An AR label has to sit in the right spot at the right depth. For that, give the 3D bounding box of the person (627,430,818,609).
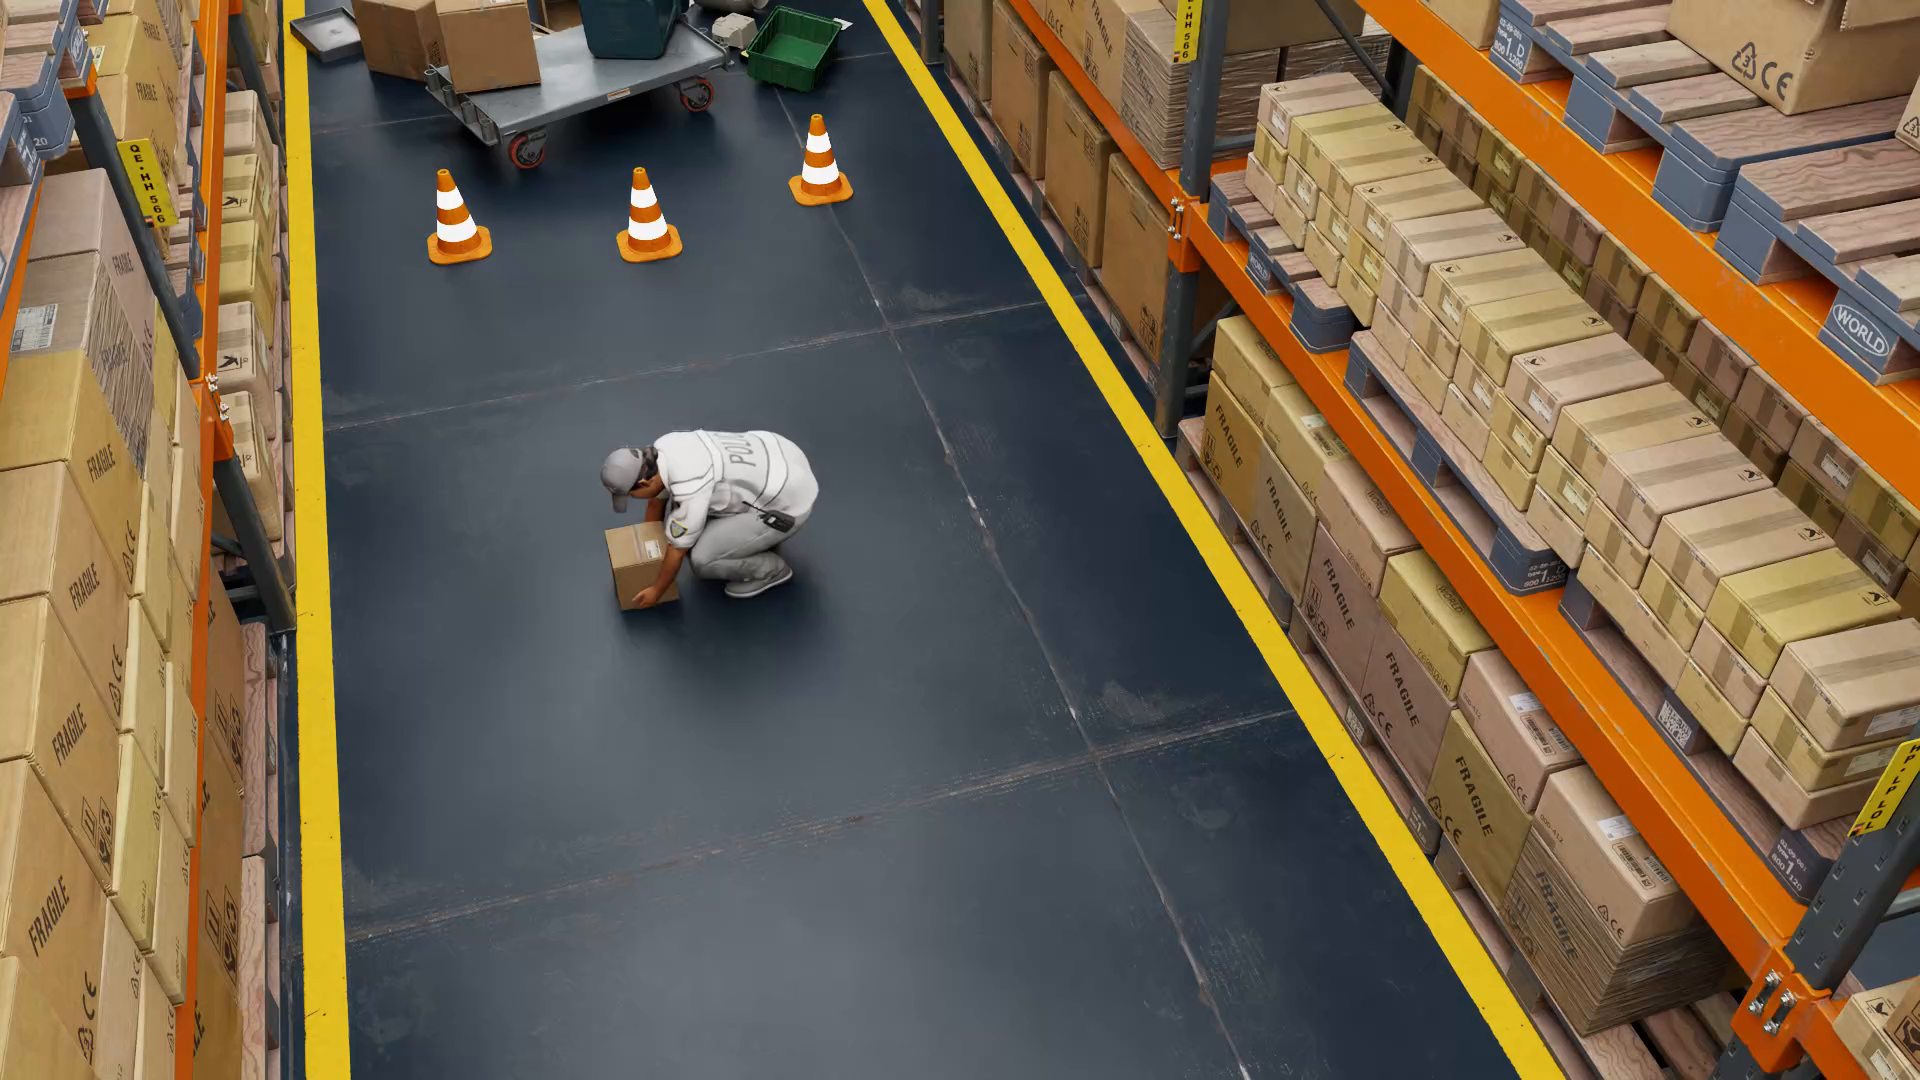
[{"bbox_3d":[0.537,-16.647,21.133,16.704,6.023,40.737,-12,44,-13],"label":"person"}]
